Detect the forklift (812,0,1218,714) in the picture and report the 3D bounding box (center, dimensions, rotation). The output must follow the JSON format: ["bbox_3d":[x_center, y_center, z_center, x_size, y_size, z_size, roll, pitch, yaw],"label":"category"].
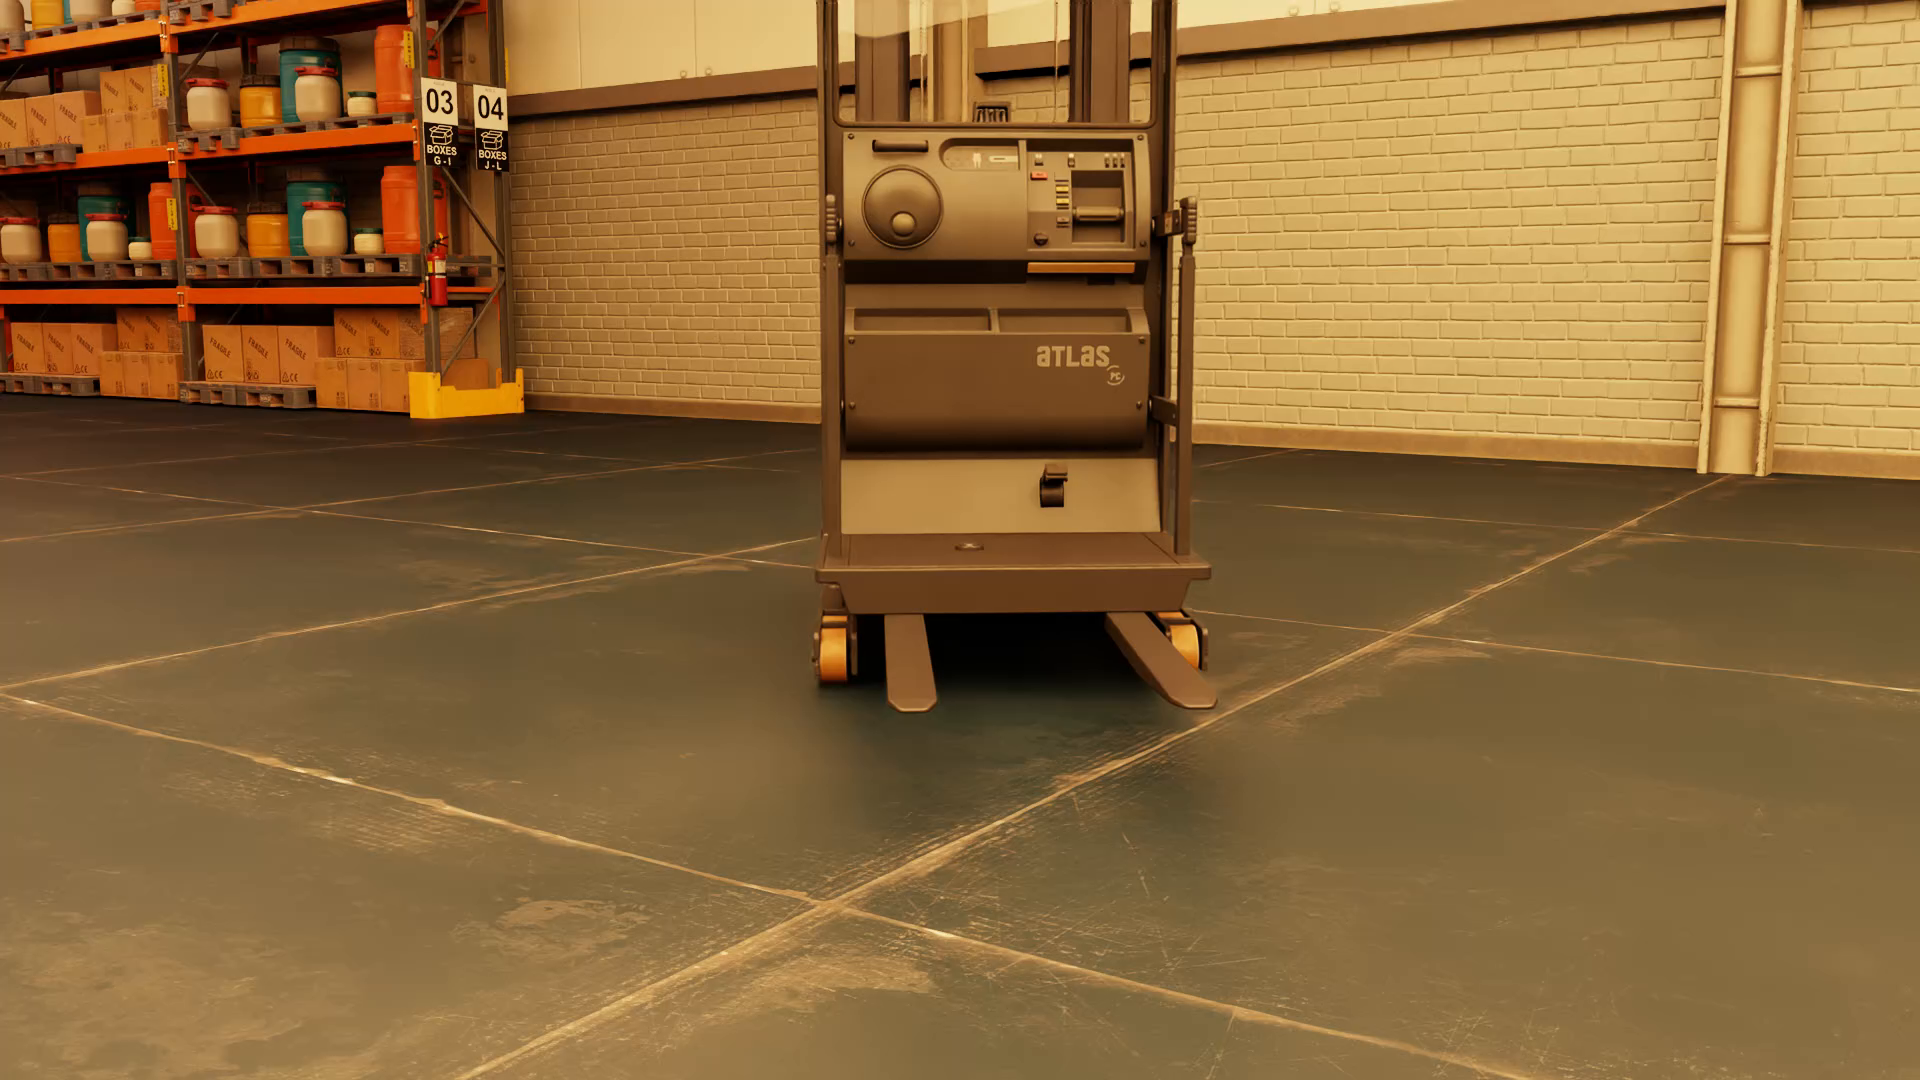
[{"bbox_3d":[0.125,-1.087,4.837,1.130,2.935,3.031,0,8,-3],"label":"forklift"}]
